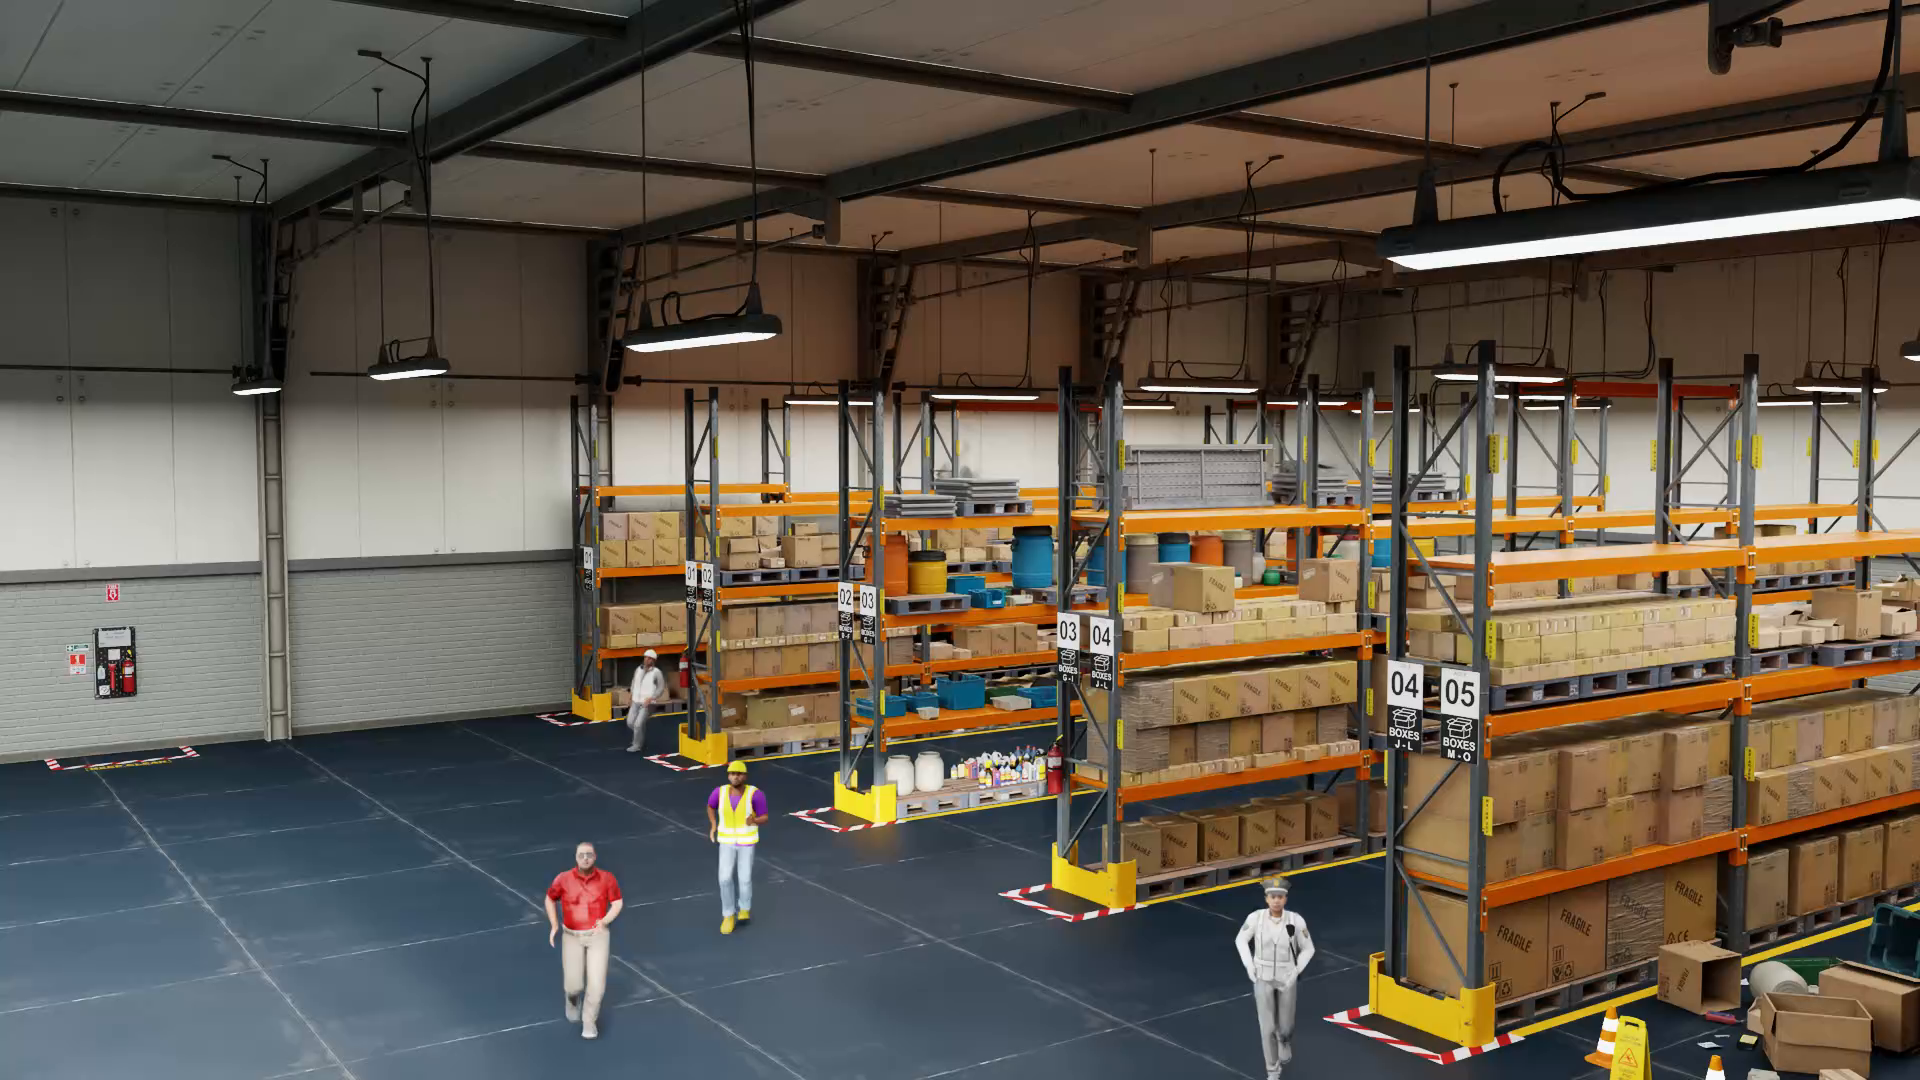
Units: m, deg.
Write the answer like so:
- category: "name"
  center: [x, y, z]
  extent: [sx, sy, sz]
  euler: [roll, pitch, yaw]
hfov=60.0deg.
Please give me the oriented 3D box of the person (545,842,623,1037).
- category: "person"
  center: [-3.237, 3.458, 14.363]
  extent: [0.658, 1.682, 0.591]
  euler: [-1, 4, -15]

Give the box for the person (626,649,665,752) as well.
- category: "person"
  center: [-5.216, 2.662, 27.496]
  extent: [0.684, 1.699, 0.526]
  euler: [1, 4, 19]

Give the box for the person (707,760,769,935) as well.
- category: "person"
  center: [-2.352, 3.230, 17.547]
  extent: [0.672, 1.813, 0.715]
  euler: [0, 3, -3]

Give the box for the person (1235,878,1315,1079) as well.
- category: "person"
  center: [2.534, 3.530, 13.399]
  extent: [0.631, 1.683, 0.667]
  euler: [1, 3, 11]
